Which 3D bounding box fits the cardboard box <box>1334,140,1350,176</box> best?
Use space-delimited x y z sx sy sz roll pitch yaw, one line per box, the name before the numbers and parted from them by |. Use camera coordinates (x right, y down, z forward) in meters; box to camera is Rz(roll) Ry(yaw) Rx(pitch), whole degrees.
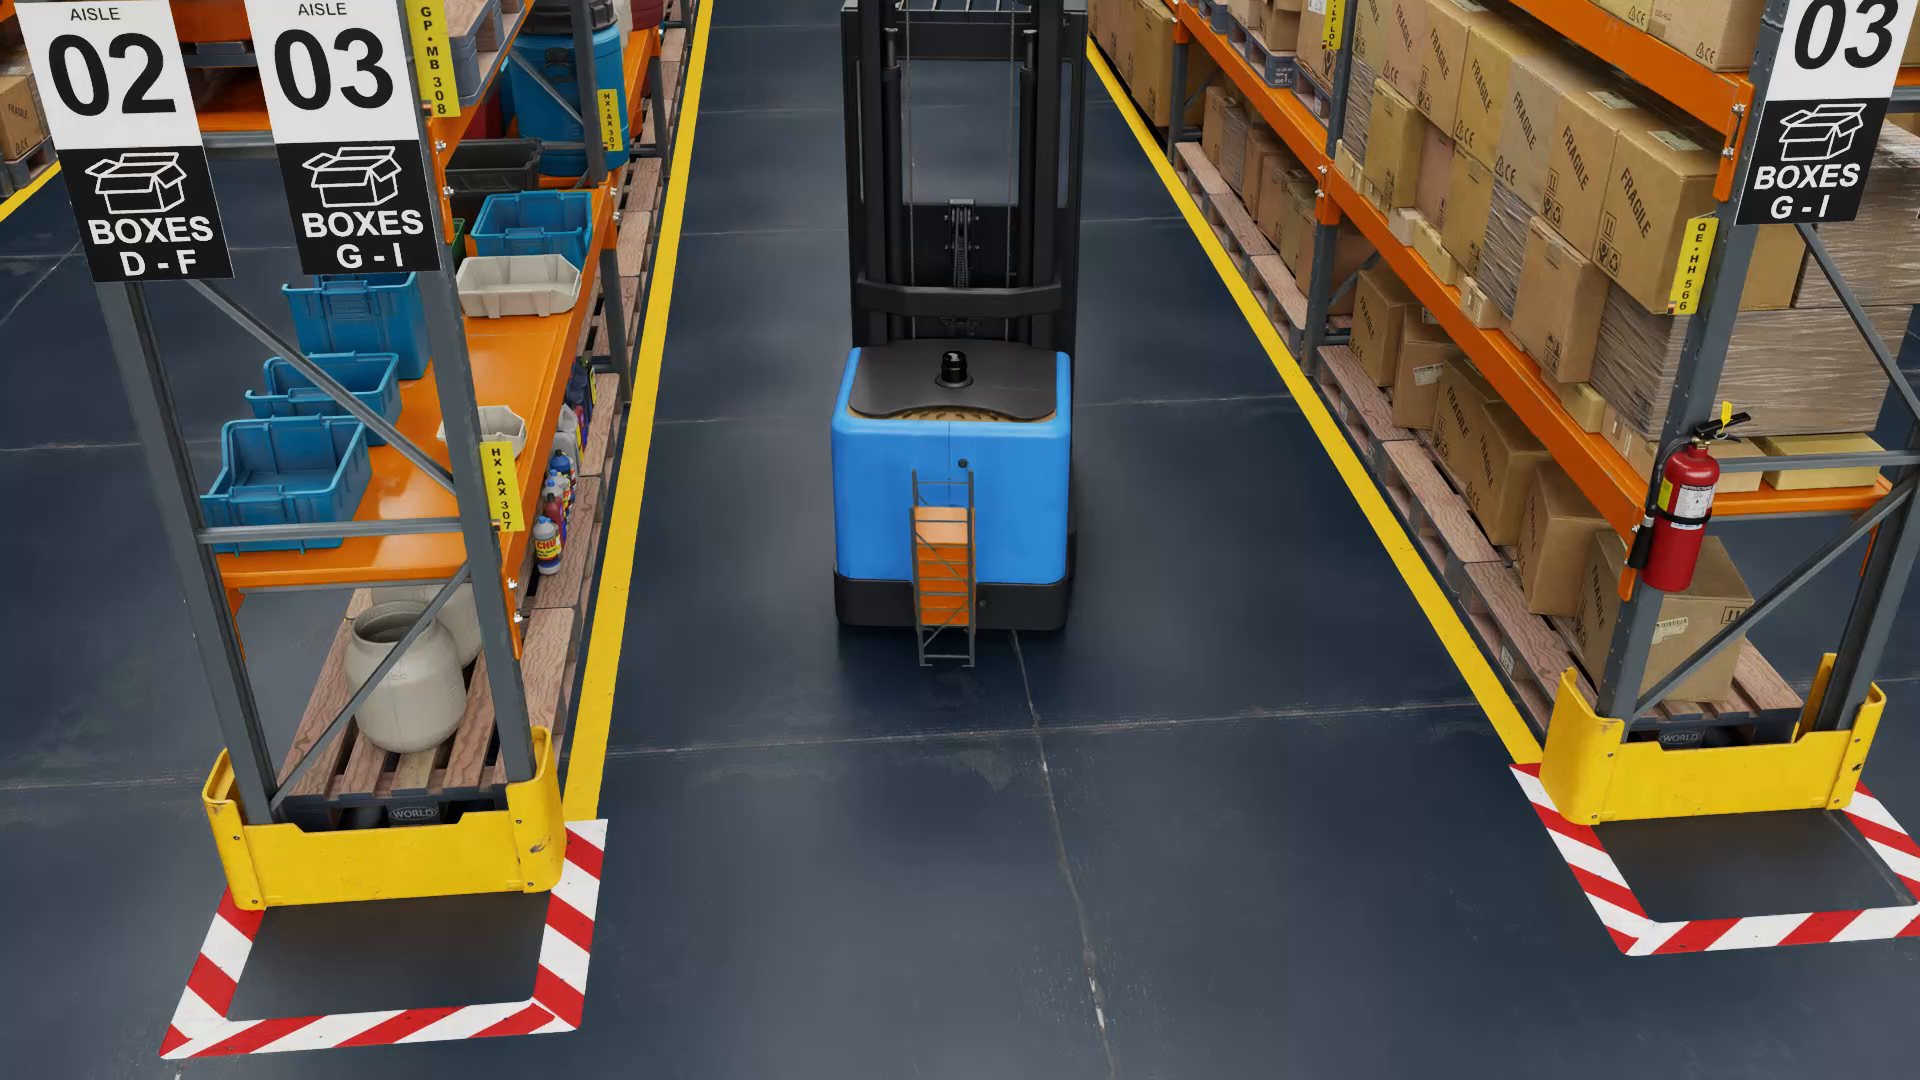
cardboard box | 2.261 -2.073 9.041 0.380 0.149 0.250 -3 31 -5

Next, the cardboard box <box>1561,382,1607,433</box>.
cardboard box | 2.585 -0.544 6.480 0.380 0.149 0.250 -3 31 -5

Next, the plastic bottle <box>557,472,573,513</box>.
plastic bottle | -1.927 -0.231 8.011 0.097 0.201 0.097 0 31 0

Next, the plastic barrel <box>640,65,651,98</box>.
plastic barrel | -2.932 -4.081 14.099 0.600 0.588 0.708 -3 31 -5

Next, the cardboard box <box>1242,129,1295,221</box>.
cardboard box | 2.374 -2.551 11.604 0.700 0.500 0.500 0 31 0

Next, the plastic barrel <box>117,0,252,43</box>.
plastic barrel | -2.189 -1.920 4.786 0.600 0.830 0.708 -3 31 -5

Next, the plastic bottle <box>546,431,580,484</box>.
plastic bottle | -1.984 -0.427 8.266 0.152 0.276 0.135 -2 31 -4

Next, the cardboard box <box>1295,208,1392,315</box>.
cardboard box | 2.505 -1.736 10.239 0.700 0.500 0.500 -5 31 -8

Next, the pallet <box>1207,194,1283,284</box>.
pallet | 2.349 -2.130 11.610 1.003 0.211 1.213 -3 31 -5

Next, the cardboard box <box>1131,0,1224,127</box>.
cardboard box | 2.123 -3.969 13.632 1.225 0.875 0.875 -4 31 -7

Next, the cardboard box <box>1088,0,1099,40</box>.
cardboard box | 1.873 -5.332 15.914 1.225 0.875 0.875 -3 31 -4

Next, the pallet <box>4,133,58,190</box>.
pallet | -7.728 -3.061 13.168 1.003 0.211 1.213 -3 31 -5

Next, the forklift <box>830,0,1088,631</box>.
forklift | 0.033 -1.577 8.033 1.130 2.935 3.031 2 31 3

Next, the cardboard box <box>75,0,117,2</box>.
cardboard box | -7.701 -4.542 14.937 0.500 0.500 0.500 -3 31 -4

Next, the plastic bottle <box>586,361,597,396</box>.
plastic bottle | -2.046 -0.885 9.107 0.097 0.201 0.097 0 31 0

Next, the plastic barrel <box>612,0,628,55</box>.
plastic barrel | -2.416 -3.428 10.955 0.421 0.512 0.421 0 31 0

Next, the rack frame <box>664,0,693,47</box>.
rack frame | -3.138 -6.153 15.625 1.000 3.000 0.127 -3 31 -5

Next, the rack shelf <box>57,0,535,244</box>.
rack shelf | -2.204 -2.026 6.493 1.077 0.370 4.000 -3 31 -5

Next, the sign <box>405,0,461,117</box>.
sign | -1.469 -1.342 4.637 0.100 0.325 0.005 -3 31 -5

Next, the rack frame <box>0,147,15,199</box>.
rack frame | -7.696 -3.875 11.812 1.000 3.000 0.127 -3 31 -5

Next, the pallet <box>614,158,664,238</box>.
pallet | -2.730 -2.516 12.256 1.003 0.211 1.213 -3 31 -5

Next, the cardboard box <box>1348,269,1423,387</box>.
cardboard box | 2.538 -1.206 9.373 0.500 0.500 0.500 -4 31 -6

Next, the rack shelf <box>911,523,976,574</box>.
rack shelf | -0.065 0.032 6.711 0.258 0.103 0.180 1 56 2

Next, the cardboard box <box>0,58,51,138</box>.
cardboard box | -7.509 -3.504 13.199 0.500 0.500 0.500 -4 31 -6

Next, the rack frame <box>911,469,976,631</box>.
rack frame | -0.059 0.066 6.924 0.240 1.200 0.006 1 56 2

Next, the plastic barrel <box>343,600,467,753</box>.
plastic barrel | -2.154 0.530 6.455 0.421 0.512 0.421 0 31 0

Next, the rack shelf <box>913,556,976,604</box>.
rack shelf | -0.061 0.167 6.910 0.258 0.103 0.180 1 56 2

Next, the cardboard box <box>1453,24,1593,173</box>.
cardboard box | 2.482 -1.898 7.140 0.500 0.500 0.500 -3 31 -5

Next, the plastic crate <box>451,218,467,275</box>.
plastic crate | -2.545 -1.271 7.659 0.450 0.188 0.662 -3 31 -5

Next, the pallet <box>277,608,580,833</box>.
pallet | -2.141 0.720 6.839 1.003 0.211 1.213 -3 31 -5

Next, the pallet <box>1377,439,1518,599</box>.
pallet | 2.756 -0.143 8.283 1.003 0.211 1.213 -3 31 -5

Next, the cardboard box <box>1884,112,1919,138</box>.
cardboard box | 7.167 -2.987 12.110 1.050 0.750 0.750 -2 31 -4

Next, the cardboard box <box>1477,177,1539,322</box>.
cardboard box | 2.721 -1.223 6.985 0.875 0.500 0.500 -3 31 -5

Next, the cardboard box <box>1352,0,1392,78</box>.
cardboard box | 2.330 -2.663 8.421 0.500 0.500 0.500 -3 31 -5

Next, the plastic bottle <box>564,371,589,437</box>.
plastic bottle | -2.025 -0.707 8.662 0.144 0.351 0.185 -4 31 -7

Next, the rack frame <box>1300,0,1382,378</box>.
rack frame | 2.541 -2.305 9.185 1.000 3.000 0.127 -3 31 -5

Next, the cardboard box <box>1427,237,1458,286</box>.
cardboard box | 2.415 -1.308 7.760 0.380 0.149 0.250 -3 31 -5

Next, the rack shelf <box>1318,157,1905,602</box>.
rack shelf | 2.728 -0.975 7.660 1.077 0.370 4.000 -3 31 -5

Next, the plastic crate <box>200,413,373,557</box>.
plastic crate | -2.361 -0.203 5.810 0.499 0.251 0.616 -3 31 -5

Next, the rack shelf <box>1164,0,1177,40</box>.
rack shelf | 1.980 -5.060 14.498 1.077 0.370 4.000 -3 31 -5

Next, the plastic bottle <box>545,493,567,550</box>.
plastic bottle | -1.879 -0.106 7.722 0.061 0.283 0.133 -2 31 -4

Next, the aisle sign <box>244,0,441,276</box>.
aisle sign | -1.718 -1.119 4.664 0.394 0.787 0.004 -3 31 -5

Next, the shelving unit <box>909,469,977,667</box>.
shelving unit | -0.062 0.142 6.873 0.258 1.200 0.189 1 56 2

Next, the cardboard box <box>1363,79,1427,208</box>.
cardboard box | 2.533 -1.986 8.263 0.875 0.500 0.500 -3 31 -5

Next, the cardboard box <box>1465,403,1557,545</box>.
cardboard box | 2.743 -0.314 7.879 0.500 0.500 0.500 0 31 0

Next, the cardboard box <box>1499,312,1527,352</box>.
cardboard box | 2.549 -0.928 7.124 0.380 0.149 0.250 -3 31 -5

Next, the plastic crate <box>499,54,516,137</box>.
plastic crate | -2.803 -2.610 9.709 0.392 0.384 0.575 -3 31 -5

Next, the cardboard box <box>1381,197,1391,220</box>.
cardboard box | 2.356 -1.692 8.402 0.380 0.149 0.250 -3 31 -5

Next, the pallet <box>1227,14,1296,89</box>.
pallet | 2.393 -3.257 10.964 1.003 0.211 1.213 -3 31 -5

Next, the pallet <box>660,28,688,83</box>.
pallet | -3.107 -4.559 15.678 1.003 0.211 1.213 -3 31 -5

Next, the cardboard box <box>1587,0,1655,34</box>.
cardboard box | 2.567 -1.975 5.853 0.500 0.250 0.500 -3 31 -4

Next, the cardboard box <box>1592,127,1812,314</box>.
cardboard box | 2.617 -1.132 5.858 0.500 0.500 0.500 -3 31 -5

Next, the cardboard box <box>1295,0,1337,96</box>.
cardboard box | 2.606 -3.156 9.613 1.000 1.000 1.000 -3 31 -4

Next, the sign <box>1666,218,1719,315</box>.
sign | 2.360 -0.880 5.360 0.100 0.325 0.005 -3 31 -5

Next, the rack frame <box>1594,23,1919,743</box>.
rack frame | 2.915 -0.263 5.766 1.000 3.000 0.127 -3 31 -5
